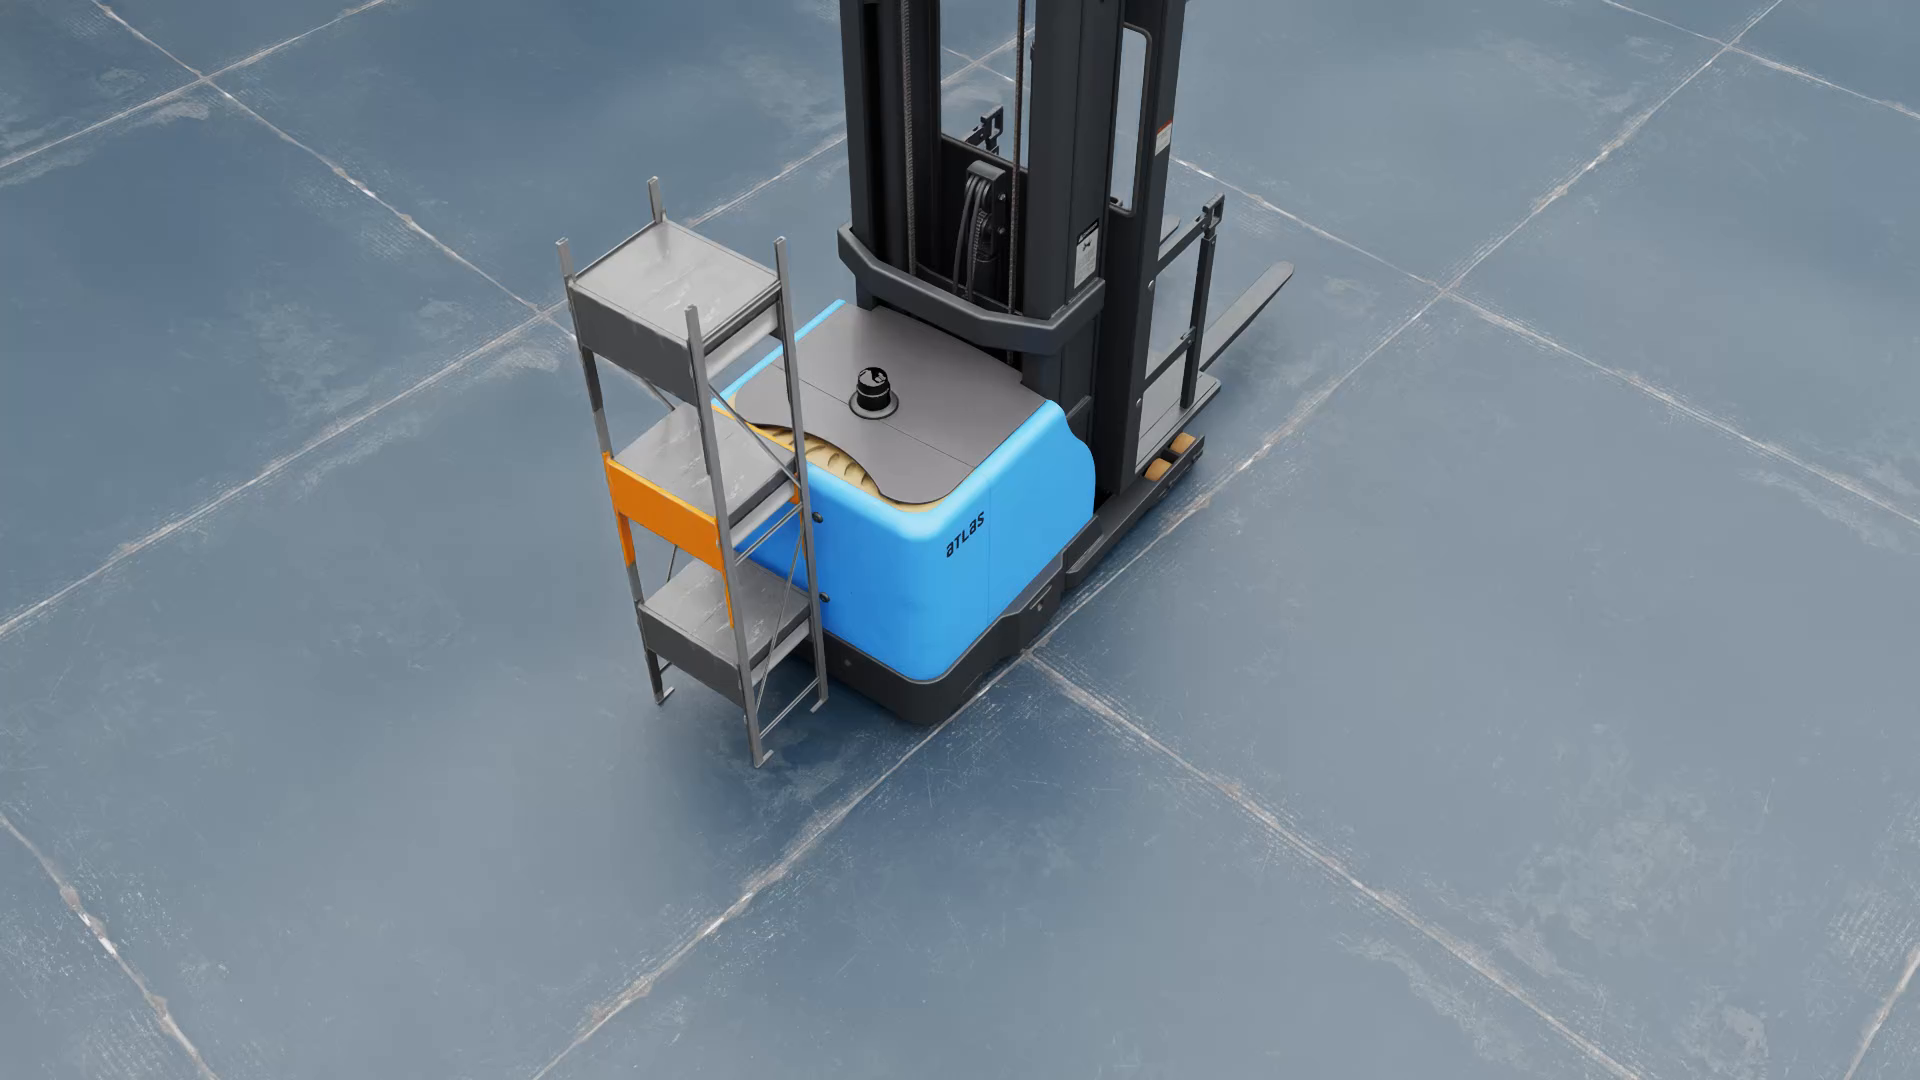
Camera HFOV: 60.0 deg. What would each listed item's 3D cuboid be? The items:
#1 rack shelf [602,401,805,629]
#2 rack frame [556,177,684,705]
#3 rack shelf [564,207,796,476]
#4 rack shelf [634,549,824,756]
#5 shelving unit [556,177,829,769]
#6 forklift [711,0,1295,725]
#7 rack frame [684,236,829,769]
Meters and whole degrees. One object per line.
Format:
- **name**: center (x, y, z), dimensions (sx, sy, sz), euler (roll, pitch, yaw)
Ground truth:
- **rack shelf**: center (-0.811, -0.111, 5.433), dimensions (0.480, 0.518, 0.431), euler (28, 53, 24)
- **rack frame**: center (-1.007, -0.226, 5.522), dimensions (0.015, 2.100, 0.400), euler (28, 53, 24)
- **rack shelf**: center (-0.811, -0.590, 4.922), dimensions (0.480, 0.518, 0.431), euler (28, 53, 24)
- **rack shelf**: center (-0.811, 0.368, 5.943), dimensions (0.480, 0.518, 0.431), euler (28, 53, 24)
- **shelving unit**: center (-0.811, -0.120, 5.423), dimensions (0.503, 2.100, 0.431), euler (28, 53, 24)
- **forklift**: center (0.369, -1.368, 6.024), dimensions (1.130, 2.935, 3.031), euler (28, 53, 24)
- **rack frame**: center (-0.614, -0.015, 5.324), dimensions (0.015, 2.100, 0.400), euler (28, 53, 24)
